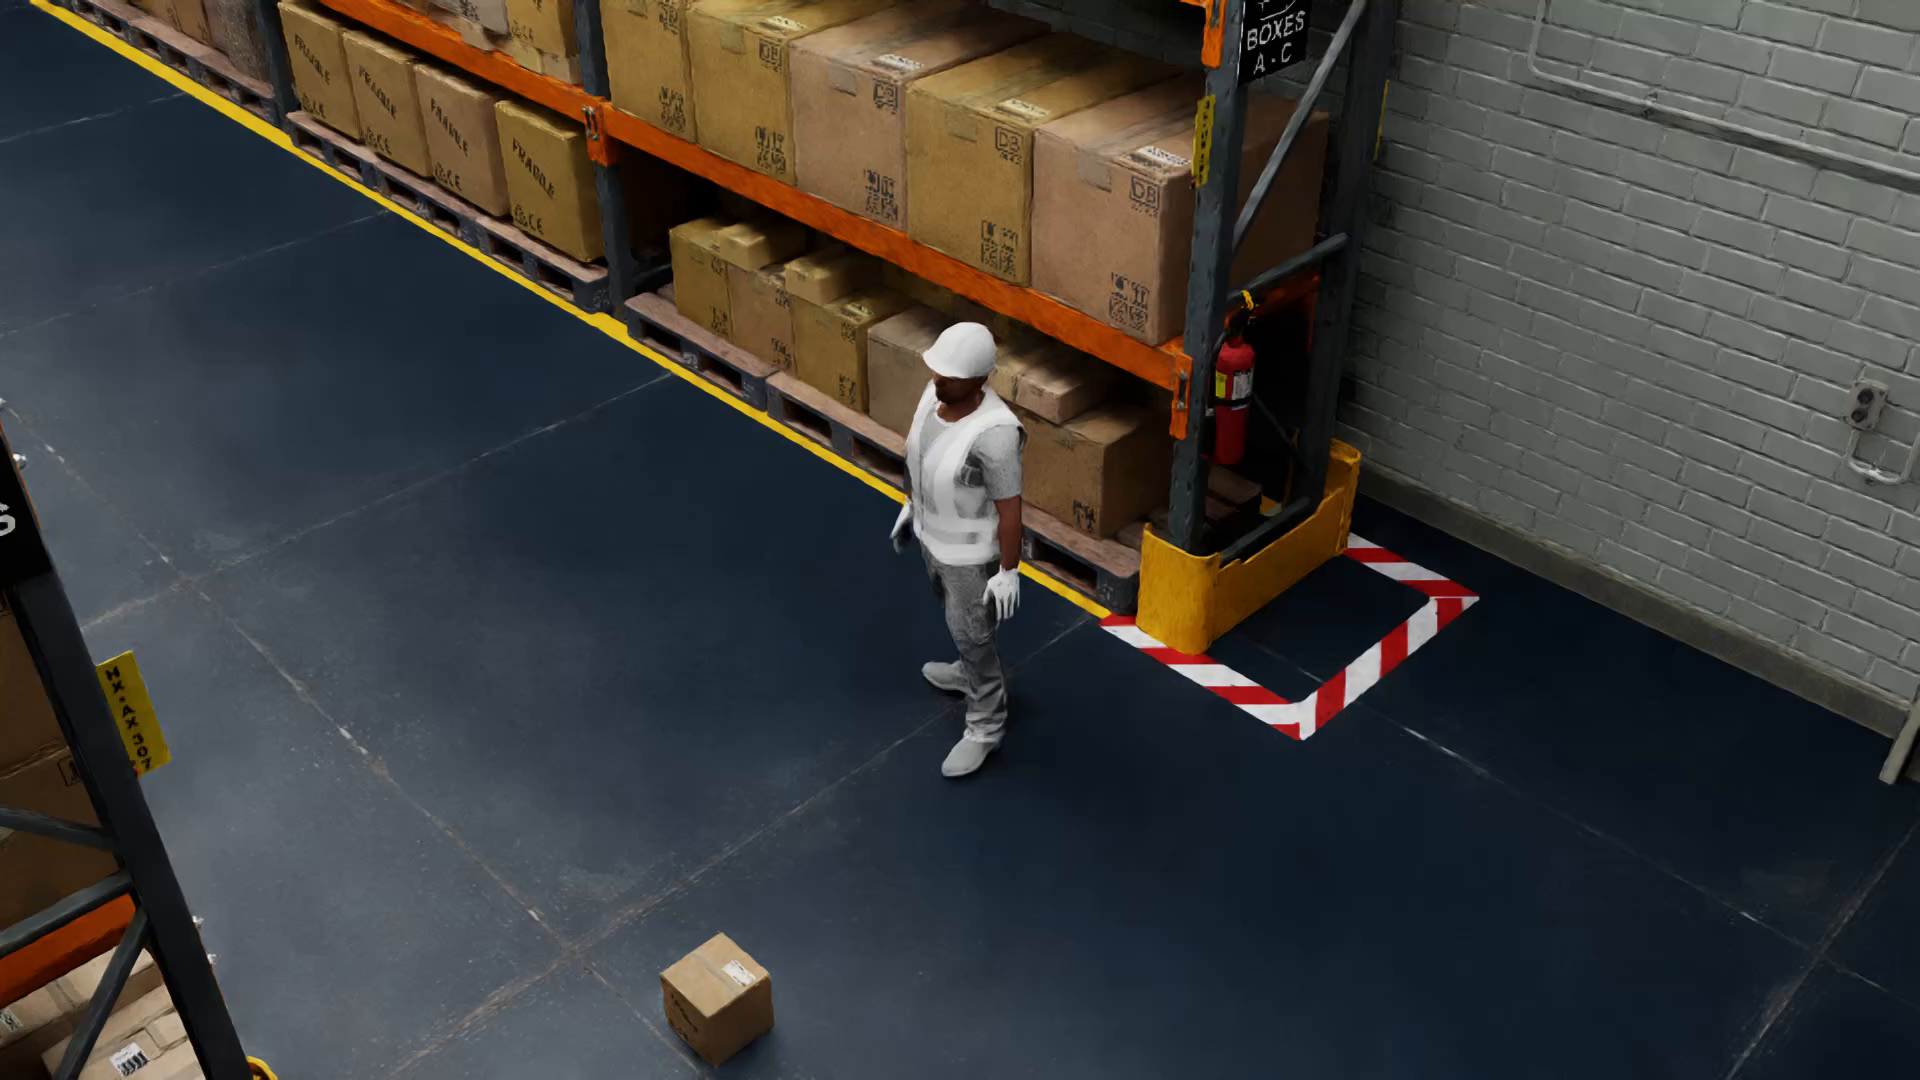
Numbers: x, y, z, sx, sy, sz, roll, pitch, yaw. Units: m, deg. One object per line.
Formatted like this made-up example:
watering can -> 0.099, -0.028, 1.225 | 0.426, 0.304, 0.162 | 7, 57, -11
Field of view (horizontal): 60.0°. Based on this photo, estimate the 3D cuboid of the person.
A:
person -> 0.004, -0.003, 6.098 | 0.414, 1.790, 0.691 | -14, 37, -19
